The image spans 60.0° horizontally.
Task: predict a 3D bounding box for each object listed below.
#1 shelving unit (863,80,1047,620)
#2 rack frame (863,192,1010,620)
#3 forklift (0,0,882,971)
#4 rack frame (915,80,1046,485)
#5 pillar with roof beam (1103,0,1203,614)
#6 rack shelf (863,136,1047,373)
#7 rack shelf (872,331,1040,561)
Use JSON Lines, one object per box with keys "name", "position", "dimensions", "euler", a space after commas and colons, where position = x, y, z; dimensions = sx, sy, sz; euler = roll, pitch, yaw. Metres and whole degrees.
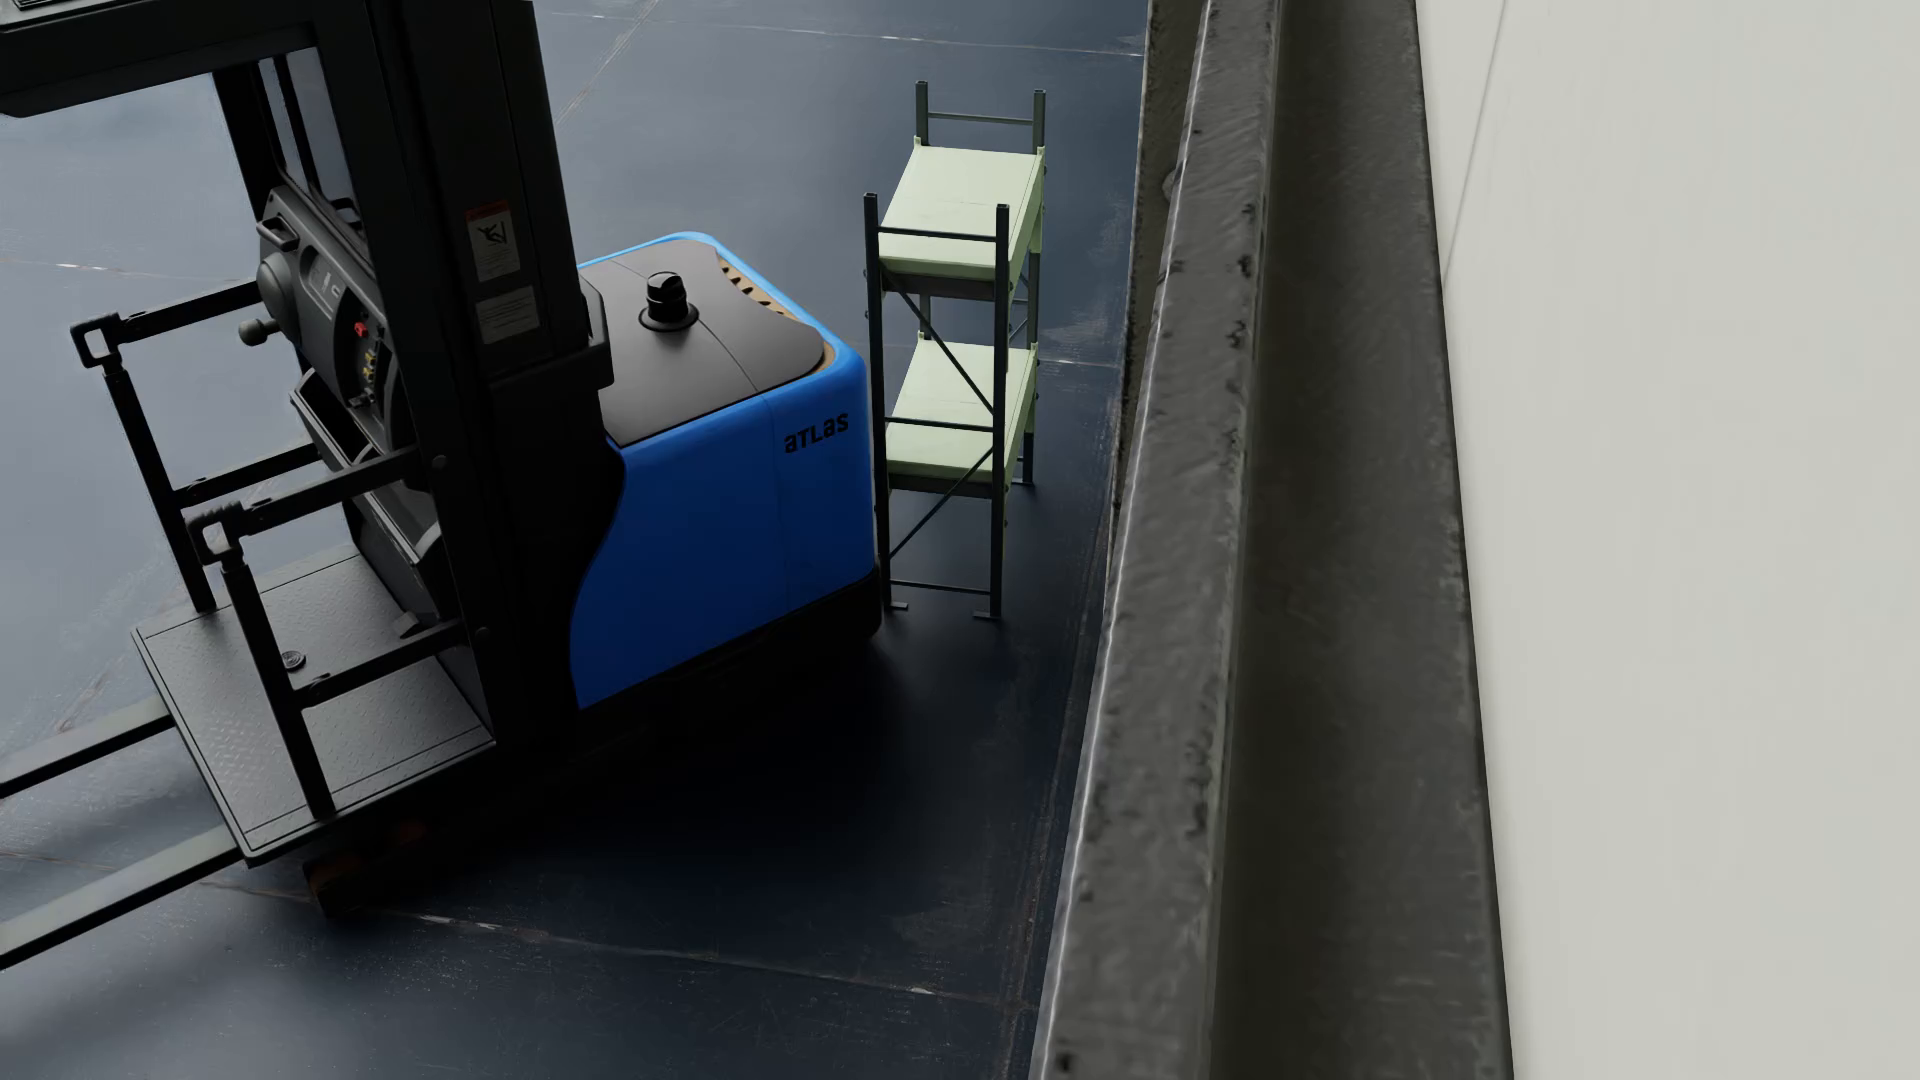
{"name": "shelving unit", "position": [-0.001, -0.574, 5.267], "dimensions": [0.431, 1.500, 0.755], "euler": [6, 40, 8]}
{"name": "rack frame", "position": [-0.064, -0.344, 4.989], "dimensions": [0.400, 1.500, 0.023], "euler": [6, 40, 8]}
{"name": "forklift", "position": [-1.739, -0.501, 4.056], "dimensions": [3.031, 2.935, 1.130], "euler": [-25, 46, -27]}
{"name": "rack frame", "position": [0.062, -0.804, 5.545], "dimensions": [0.400, 1.500, 0.023], "euler": [6, 40, 8]}
{"name": "pillar with roof beam", "position": [-3.784, -2.707, 1.962], "dimensions": [9.100, 9.000, 0.400], "euler": [6, 40, 8]}
{"name": "rack shelf", "position": [-0.001, -0.875, 5.018], "dimensions": [0.431, 0.370, 0.720], "euler": [6, 40, 8]}
{"name": "rack shelf", "position": [-0.001, -0.323, 5.475], "dimensions": [0.431, 0.370, 0.720], "euler": [6, 40, 8]}
